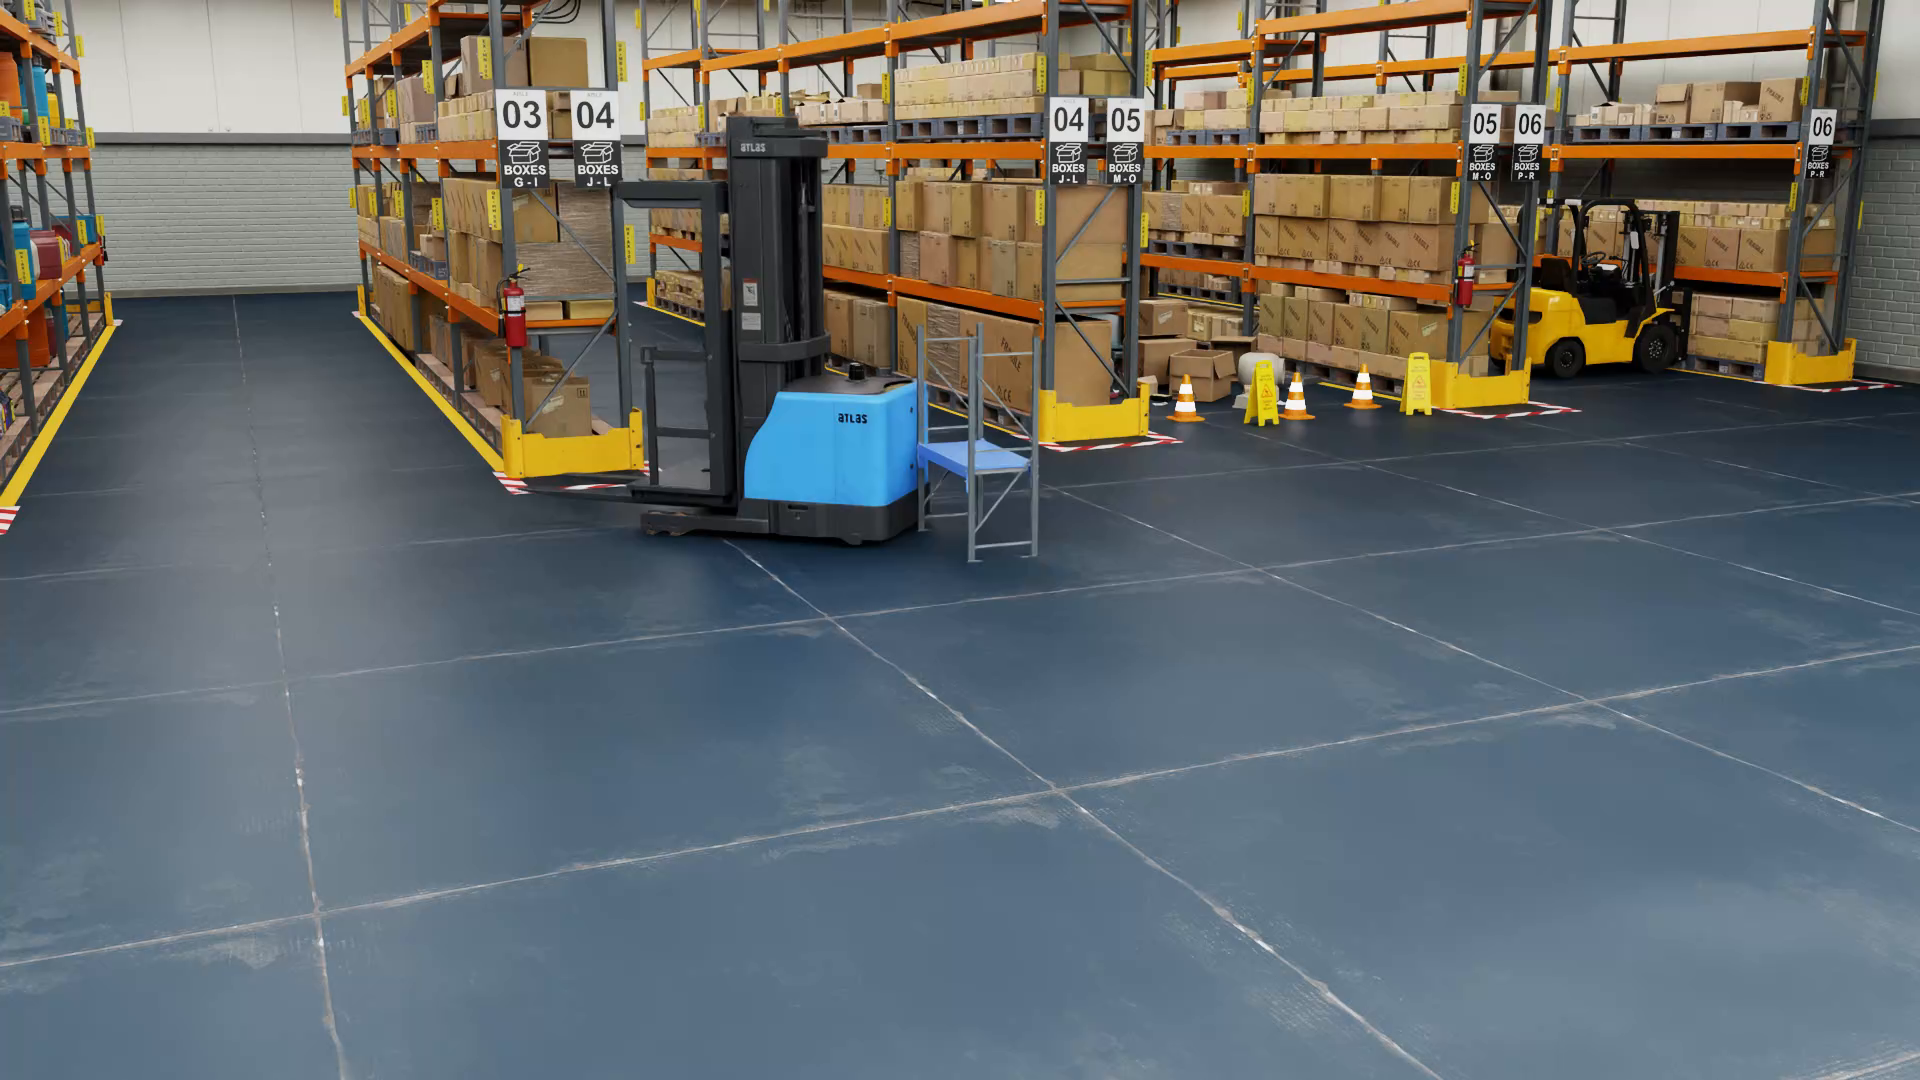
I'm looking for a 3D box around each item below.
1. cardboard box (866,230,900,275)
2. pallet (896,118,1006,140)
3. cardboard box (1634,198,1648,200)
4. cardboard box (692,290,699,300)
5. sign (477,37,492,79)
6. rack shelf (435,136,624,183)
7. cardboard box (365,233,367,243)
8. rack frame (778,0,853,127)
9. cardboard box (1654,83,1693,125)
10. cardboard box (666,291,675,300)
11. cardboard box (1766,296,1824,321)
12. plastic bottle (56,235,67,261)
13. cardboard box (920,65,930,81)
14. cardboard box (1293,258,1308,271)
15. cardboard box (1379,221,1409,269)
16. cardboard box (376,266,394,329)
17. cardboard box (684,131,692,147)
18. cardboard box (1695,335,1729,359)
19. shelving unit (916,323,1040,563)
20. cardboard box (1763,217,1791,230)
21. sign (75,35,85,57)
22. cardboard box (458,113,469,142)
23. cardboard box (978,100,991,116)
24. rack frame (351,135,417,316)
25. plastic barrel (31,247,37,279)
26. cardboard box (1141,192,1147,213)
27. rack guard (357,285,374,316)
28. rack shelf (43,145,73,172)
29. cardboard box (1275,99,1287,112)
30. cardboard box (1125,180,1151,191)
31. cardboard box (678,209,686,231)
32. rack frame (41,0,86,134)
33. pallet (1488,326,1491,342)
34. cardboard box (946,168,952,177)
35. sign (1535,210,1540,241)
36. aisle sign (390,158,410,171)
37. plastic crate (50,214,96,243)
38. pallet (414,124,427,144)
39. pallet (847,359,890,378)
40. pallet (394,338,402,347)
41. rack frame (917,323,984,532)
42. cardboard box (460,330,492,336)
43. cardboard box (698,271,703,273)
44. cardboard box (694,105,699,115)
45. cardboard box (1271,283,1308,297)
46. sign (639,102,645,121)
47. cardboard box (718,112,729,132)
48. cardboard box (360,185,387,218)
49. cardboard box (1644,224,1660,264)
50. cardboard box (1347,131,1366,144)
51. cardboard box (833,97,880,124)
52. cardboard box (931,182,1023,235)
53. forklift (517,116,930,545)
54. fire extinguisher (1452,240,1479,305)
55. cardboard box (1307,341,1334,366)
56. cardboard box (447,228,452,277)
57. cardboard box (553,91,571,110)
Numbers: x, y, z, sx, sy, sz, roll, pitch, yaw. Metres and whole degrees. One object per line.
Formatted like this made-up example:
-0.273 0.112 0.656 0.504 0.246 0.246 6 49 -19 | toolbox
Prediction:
-0.799 -3.439 19.855 0.500 0.500 0.500 -6 14 -23 | cardboard box
-0.026 -4.555 18.442 1.003 0.211 1.213 -6 14 -23 | pallet
9.283 -4.586 22.711 0.380 0.149 0.250 -6 14 -23 | cardboard box
-4.210 -4.065 27.513 0.380 0.149 0.250 -6 14 -25 | cardboard box
-3.844 -3.900 13.452 0.100 0.325 0.005 -6 14 -23 | sign
-4.129 -3.577 15.617 1.077 0.370 4.000 -6 14 -23 | rack shelf
-9.380 -4.868 26.807 0.380 0.149 0.250 -6 14 -24 | cardboard box
-1.947 -7.056 22.399 1.000 3.000 0.127 -6 14 -23 | rack frame
9.381 -5.577 21.279 0.797 0.503 0.637 -5 14 -21 | cardboard box
-4.947 -4.304 29.207 0.380 0.149 0.250 -5 14 -22 | cardboard box
10.280 -2.866 20.550 0.500 0.250 0.500 -6 14 -24 | cardboard box
-11.930 -3.863 22.016 0.144 0.351 0.185 -6 14 -23 | plastic bottle
-0.204 -5.024 17.909 0.380 0.149 0.250 -6 14 -24 | cardboard box
4.333 -3.404 20.484 0.380 0.149 0.250 -5 14 -21 | cardboard box
5.087 -3.333 18.737 0.500 0.500 0.500 -6 14 -23 | cardboard box
-7.860 -3.572 24.430 1.225 0.875 0.875 -6 14 -23 | cardboard box
-4.183 -6.529 27.108 0.500 0.250 0.500 -6 14 -23 | cardboard box
9.631 -2.435 20.903 0.500 0.250 0.500 -6 14 -23 | cardboard box
0.110 -0.705 11.588 0.538 1.500 1.048 -5 14 -20 | shelving unit
9.904 -3.808 20.013 0.380 0.149 0.250 -5 14 -22 | cardboard box
-13.777 -7.730 26.028 0.100 0.325 0.005 -6 14 -23 | sign
-4.360 -3.831 15.451 0.500 0.250 0.500 -6 14 -24 | cardboard box
0.406 -4.321 16.639 0.380 0.149 0.250 -6 14 -24 | cardboard box
-9.737 -5.359 28.372 1.000 3.000 0.127 -6 14 -23 | rack frame
-10.294 -3.033 18.074 0.421 0.512 0.421 0 13 0 | plastic barrel
2.732 -4.778 24.051 0.500 0.500 0.500 -5 14 -20 | cardboard box
-9.746 -4.146 28.675 1.175 0.500 0.348 -6 14 -23 | rack guard
-11.871 -4.783 20.826 1.077 0.370 4.000 -6 14 -23 | rack shelf
4.108 -5.357 20.498 0.380 0.149 0.250 -5 14 -21 | cardboard box
2.575 -5.261 25.509 0.500 0.500 0.500 -6 14 -25 | cardboard box
-4.407 -5.438 27.832 0.500 0.500 0.500 -6 14 -23 | cardboard box
-14.275 -7.834 25.762 1.000 3.000 0.127 -6 14 -23 | rack frame
8.366 -3.014 24.424 1.003 0.211 1.213 -6 14 -23 | pallet
-0.036 -6.634 30.001 0.380 0.149 0.250 -6 14 -23 | cardboard box
6.250 -3.419 18.071 0.100 0.325 0.005 -6 14 -23 | sign
-9.491 -6.667 28.260 0.394 0.787 0.004 -6 14 -23 | aisle sign
-13.970 -4.906 26.202 0.616 0.435 0.499 -6 14 -23 | plastic crate
-5.498 -4.601 18.860 1.213 0.211 1.003 -6 14 -23 | pallet
-0.723 -2.101 20.479 1.003 0.211 1.213 -6 14 -23 | pallet
-7.756 -3.021 24.456 1.003 0.211 1.213 -6 14 -23 | pallet
-0.069 -0.812 12.051 0.500 1.500 0.032 -5 14 -20 | rack frame
-5.330 -2.105 18.881 0.700 0.500 0.500 -6 14 -23 | cardboard box
-4.439 -4.706 29.622 0.380 0.149 0.250 -6 14 -24 | cardboard box
-4.040 -6.879 26.629 0.380 0.149 0.250 -5 14 -22 | cardboard box
4.134 -3.144 20.865 0.380 0.149 0.250 -5 14 -22 | cardboard box
-5.649 -7.624 29.568 0.100 0.325 0.005 -6 14 -23 | sign
-3.389 -6.381 25.403 0.500 0.311 0.500 -6 14 -24 | cardboard box
-9.378 -5.463 26.830 0.500 0.500 0.500 -6 14 -24 | cardboard box
9.245 -3.841 21.591 0.500 0.500 0.500 -6 14 -23 | cardboard box
4.697 -4.649 19.210 0.380 0.149 0.250 -6 14 -24 | cardboard box
-1.248 -5.320 20.597 0.500 0.311 0.500 -6 14 -25 | cardboard box
0.189 -3.599 18.042 0.875 0.550 0.550 -6 14 -23 | cardboard box
-1.800 -1.563 12.124 3.031 2.935 1.130 4 14 17 | forklift
5.376 -2.845 17.683 0.296 0.674 0.183 -6 14 -23 | fire extinguisher
4.579 -2.275 20.213 0.500 0.250 0.500 -6 14 -24 | cardboard box
-4.806 -2.975 17.189 0.875 0.500 0.500 -6 14 -23 | cardboard box
-3.226 -3.714 14.059 0.380 0.149 0.250 -6 14 -23 | cardboard box
